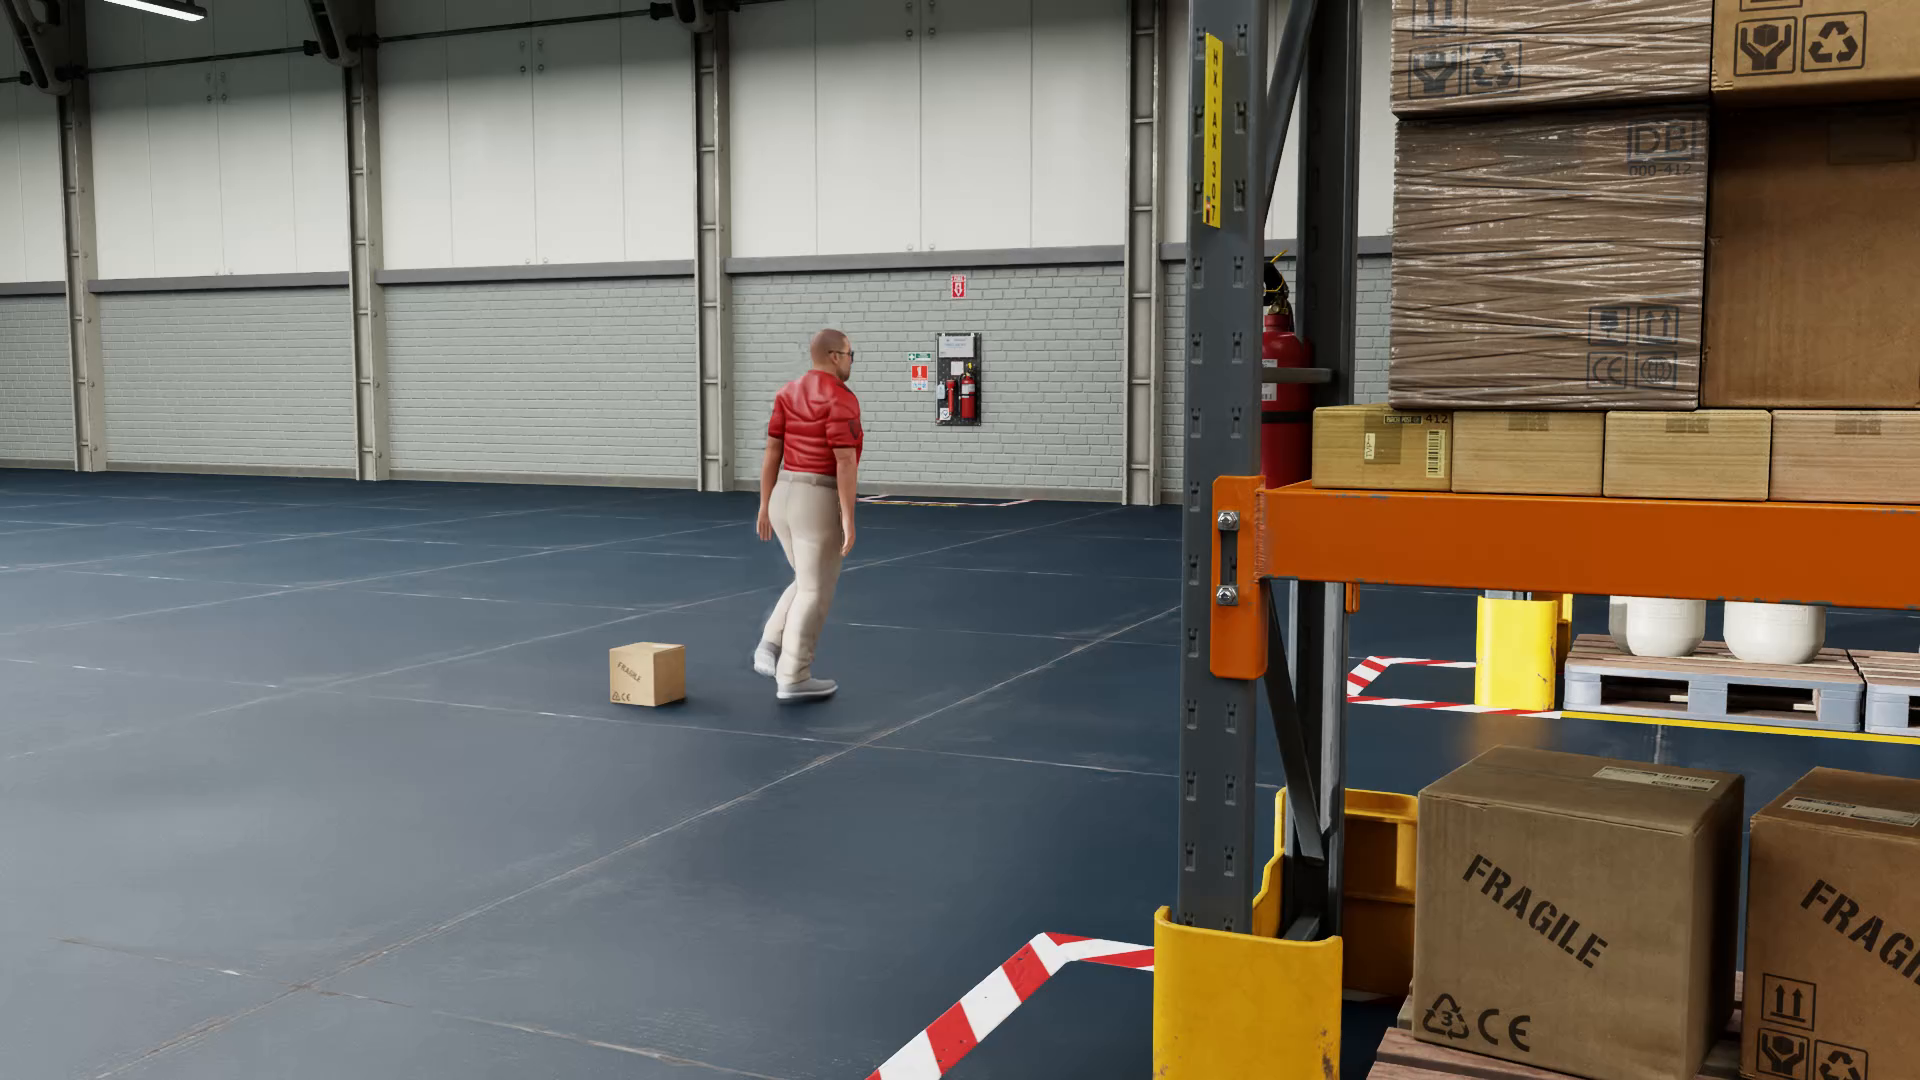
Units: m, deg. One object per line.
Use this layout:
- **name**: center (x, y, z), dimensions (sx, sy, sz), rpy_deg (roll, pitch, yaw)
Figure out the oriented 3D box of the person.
- **person**: center (-0.696, -0.125, 7.769), dimensions (0.484, 1.714, 0.596), rpy_deg (-5, 7, -42)
